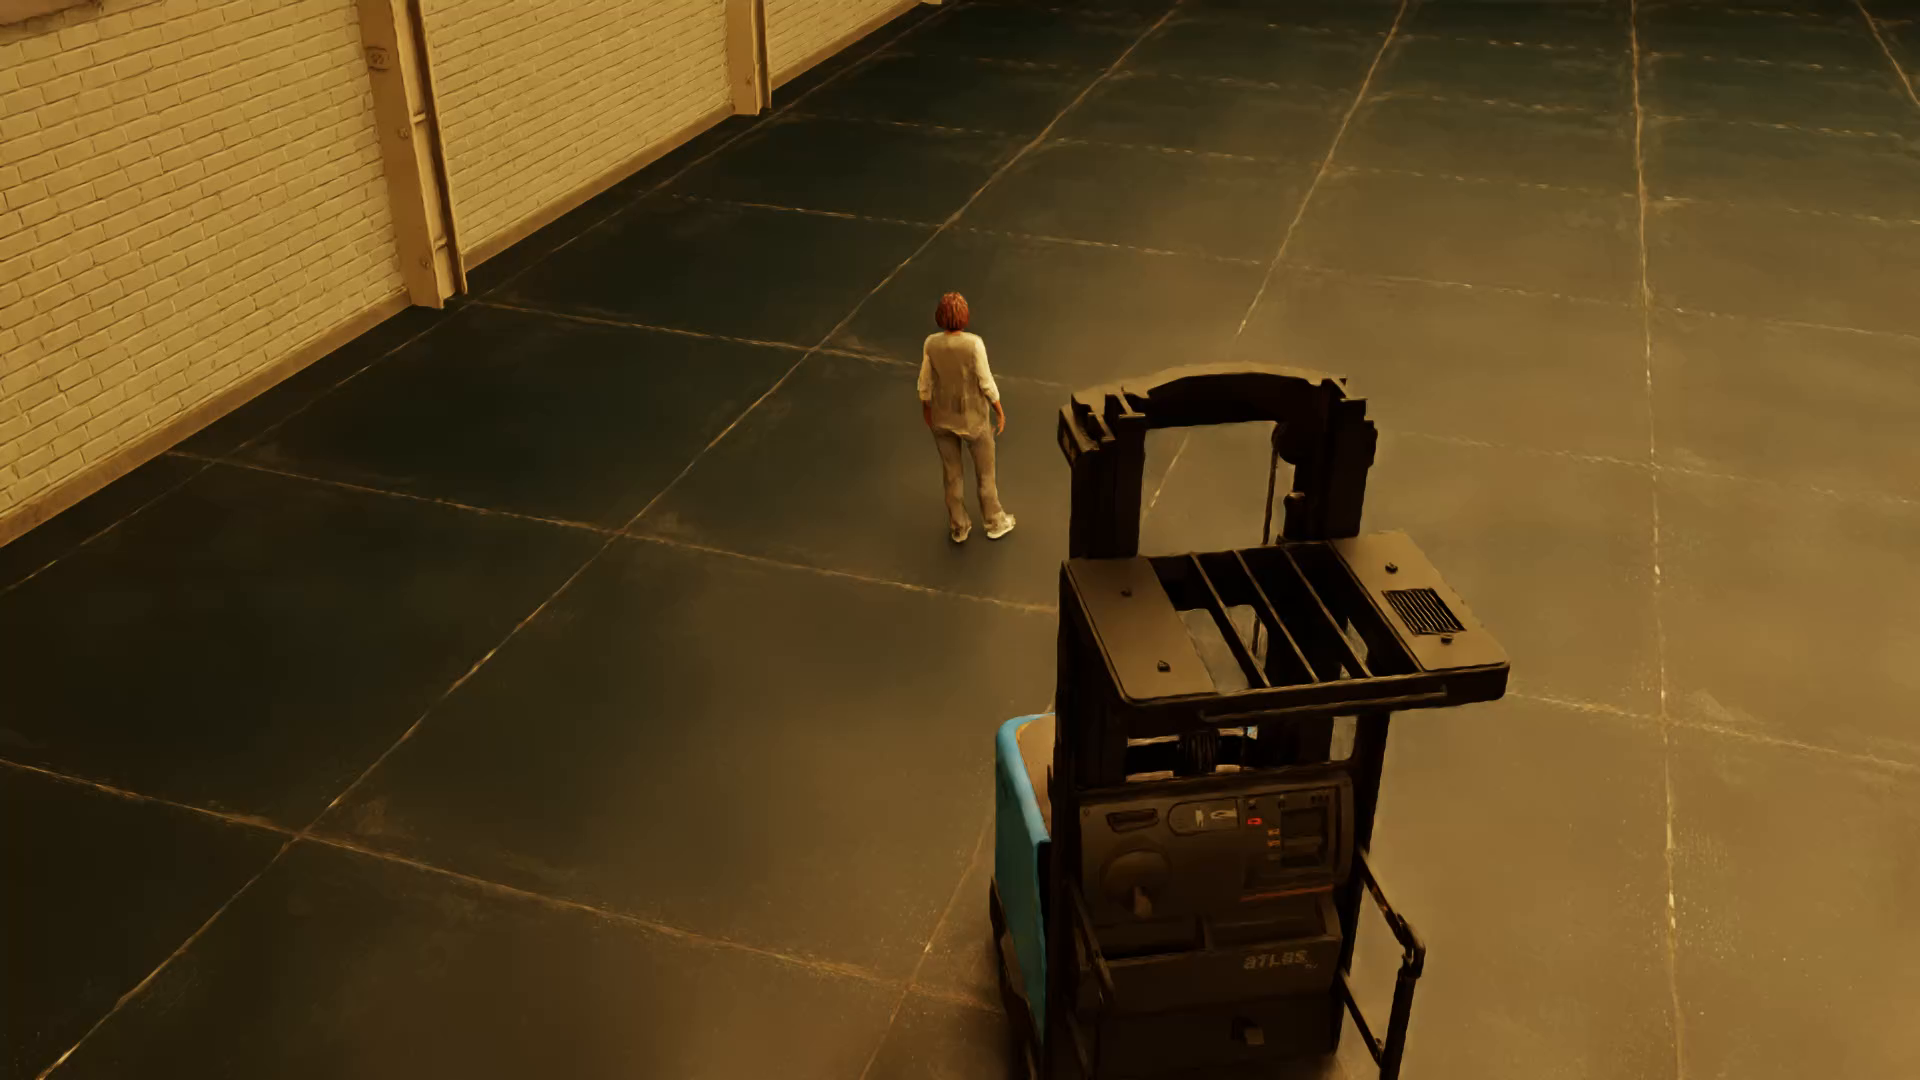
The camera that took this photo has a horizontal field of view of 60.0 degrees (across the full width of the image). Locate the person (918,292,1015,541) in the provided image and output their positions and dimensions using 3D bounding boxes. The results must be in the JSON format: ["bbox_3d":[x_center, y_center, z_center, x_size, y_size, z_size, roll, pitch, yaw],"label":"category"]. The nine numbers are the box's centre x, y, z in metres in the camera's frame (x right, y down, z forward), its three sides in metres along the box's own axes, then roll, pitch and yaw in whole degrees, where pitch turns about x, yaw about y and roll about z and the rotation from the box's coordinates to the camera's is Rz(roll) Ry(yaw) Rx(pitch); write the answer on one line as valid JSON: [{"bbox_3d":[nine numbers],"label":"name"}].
[{"bbox_3d":[0.037,-0.732,9.754,0.521,1.597,0.474,10,31,16],"label":"person"}]

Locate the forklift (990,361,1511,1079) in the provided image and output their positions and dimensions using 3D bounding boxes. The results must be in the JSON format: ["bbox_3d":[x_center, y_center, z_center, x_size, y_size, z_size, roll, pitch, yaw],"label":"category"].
[{"bbox_3d":[0.886,1.051,5.293,1.130,2.935,3.031,-5,30,-8],"label":"forklift"}]
